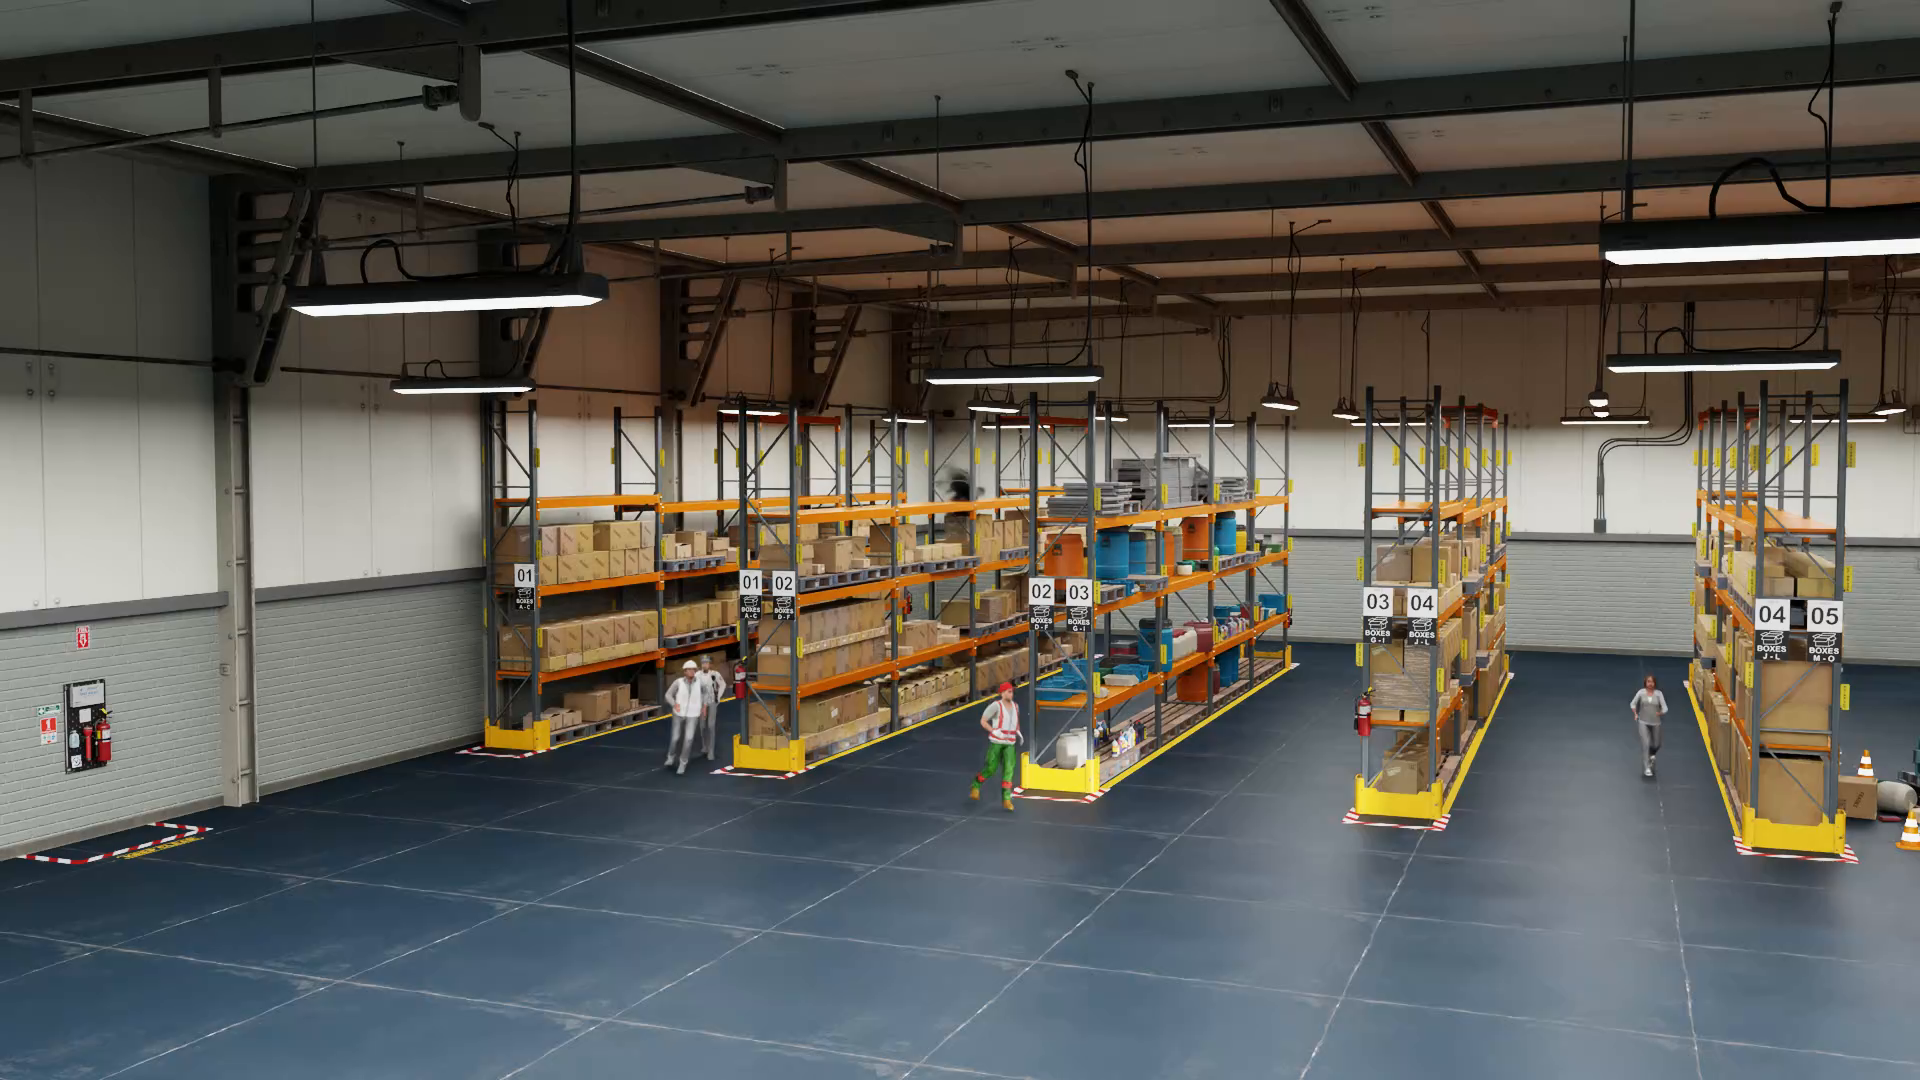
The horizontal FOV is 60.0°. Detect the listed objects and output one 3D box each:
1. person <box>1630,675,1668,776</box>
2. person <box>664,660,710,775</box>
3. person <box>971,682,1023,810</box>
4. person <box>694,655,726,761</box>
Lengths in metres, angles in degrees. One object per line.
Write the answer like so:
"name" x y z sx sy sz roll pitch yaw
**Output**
"person" 10.914 2.918 26.356 0.546 1.561 0.743 1 3 18
"person" -4.374 2.823 26.617 0.734 1.800 0.753 0 3 -10
"person" 0.637 2.924 23.901 0.717 1.753 0.985 -2 3 -29
"person" -4.245 2.783 27.790 0.604 1.762 0.701 0 3 4
